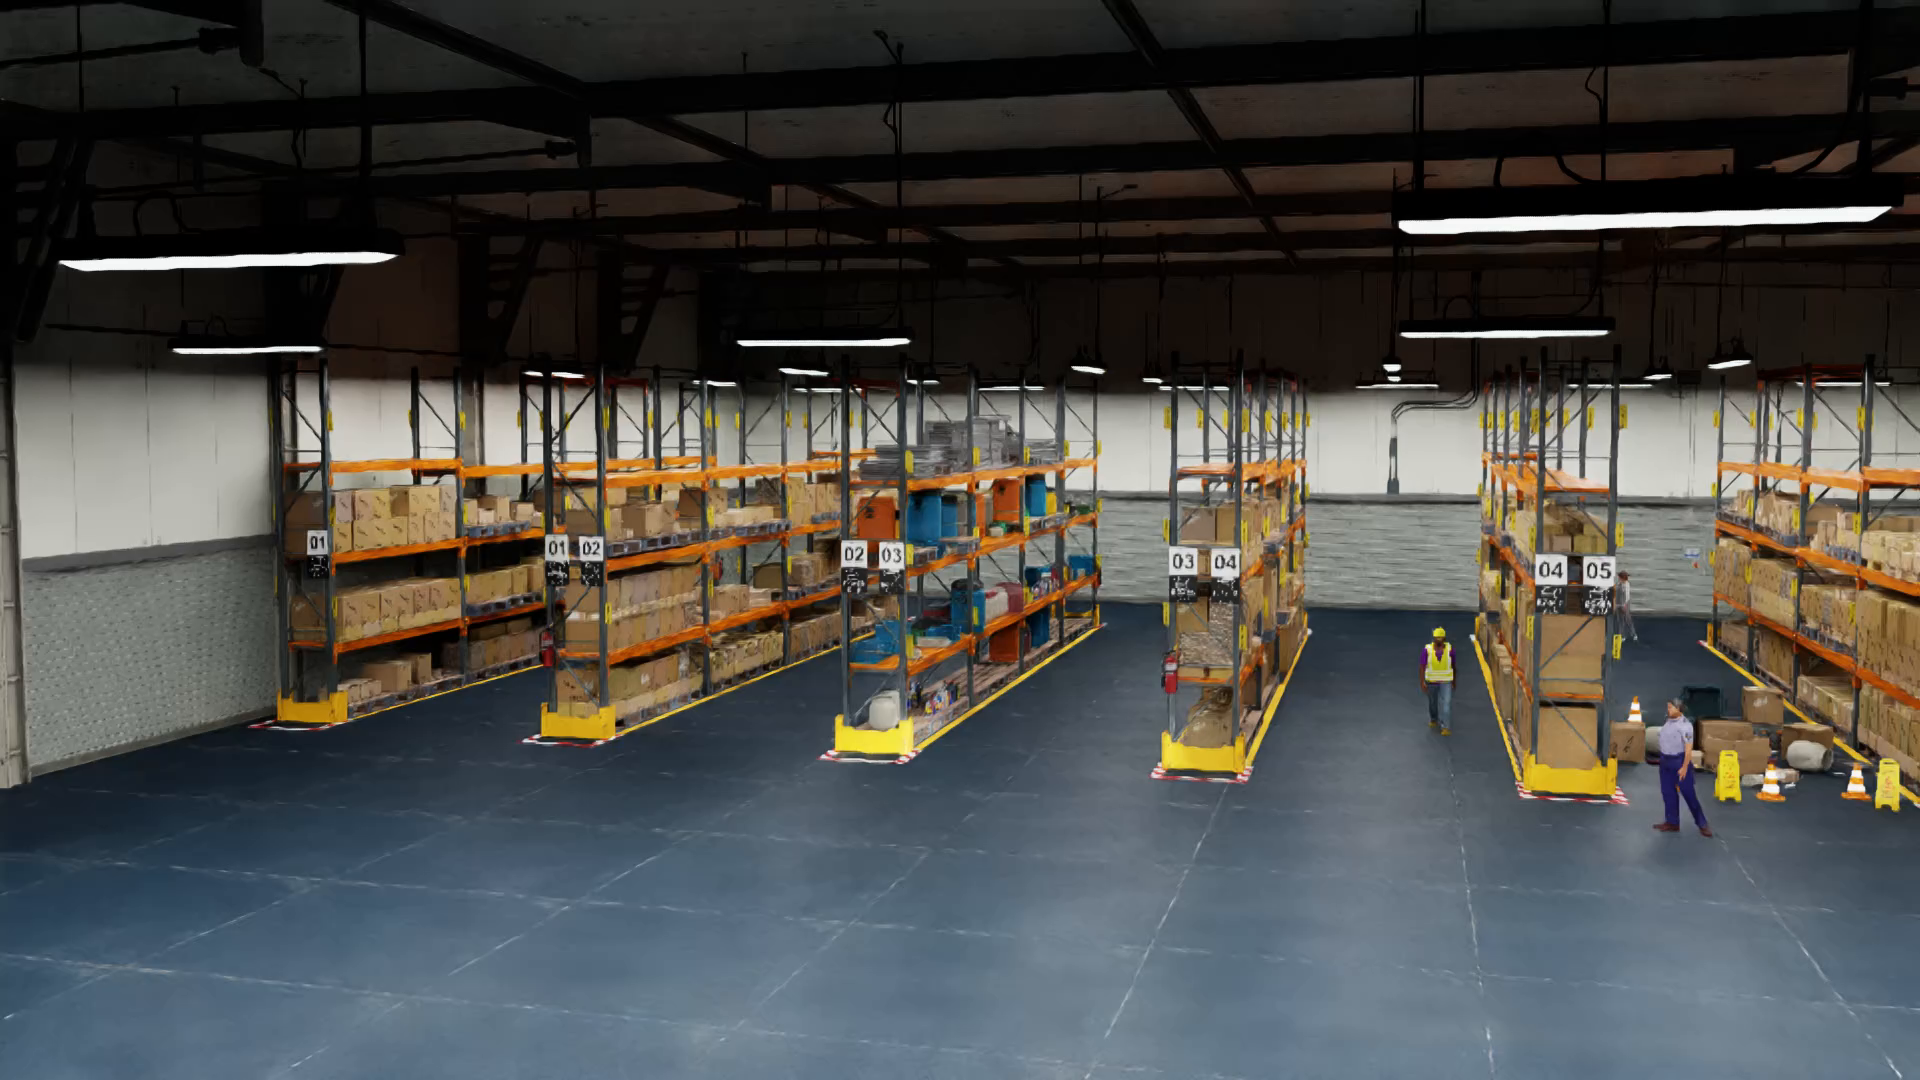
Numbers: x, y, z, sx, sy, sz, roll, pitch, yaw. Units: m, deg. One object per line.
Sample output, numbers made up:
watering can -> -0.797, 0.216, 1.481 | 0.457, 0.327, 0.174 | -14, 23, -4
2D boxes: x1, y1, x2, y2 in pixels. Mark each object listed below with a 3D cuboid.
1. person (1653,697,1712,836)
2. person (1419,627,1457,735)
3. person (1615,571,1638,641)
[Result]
person -> 8.801, 2.741, 20.201 | 0.486, 1.641, 0.696 | -1, 4, -11
person -> 7.646, 2.229, 26.612 | 0.579, 1.688, 1.107 | 1, 4, 17
person -> 15.135, 1.501, 37.751 | 0.434, 1.594, 0.594 | -1, 4, -8
